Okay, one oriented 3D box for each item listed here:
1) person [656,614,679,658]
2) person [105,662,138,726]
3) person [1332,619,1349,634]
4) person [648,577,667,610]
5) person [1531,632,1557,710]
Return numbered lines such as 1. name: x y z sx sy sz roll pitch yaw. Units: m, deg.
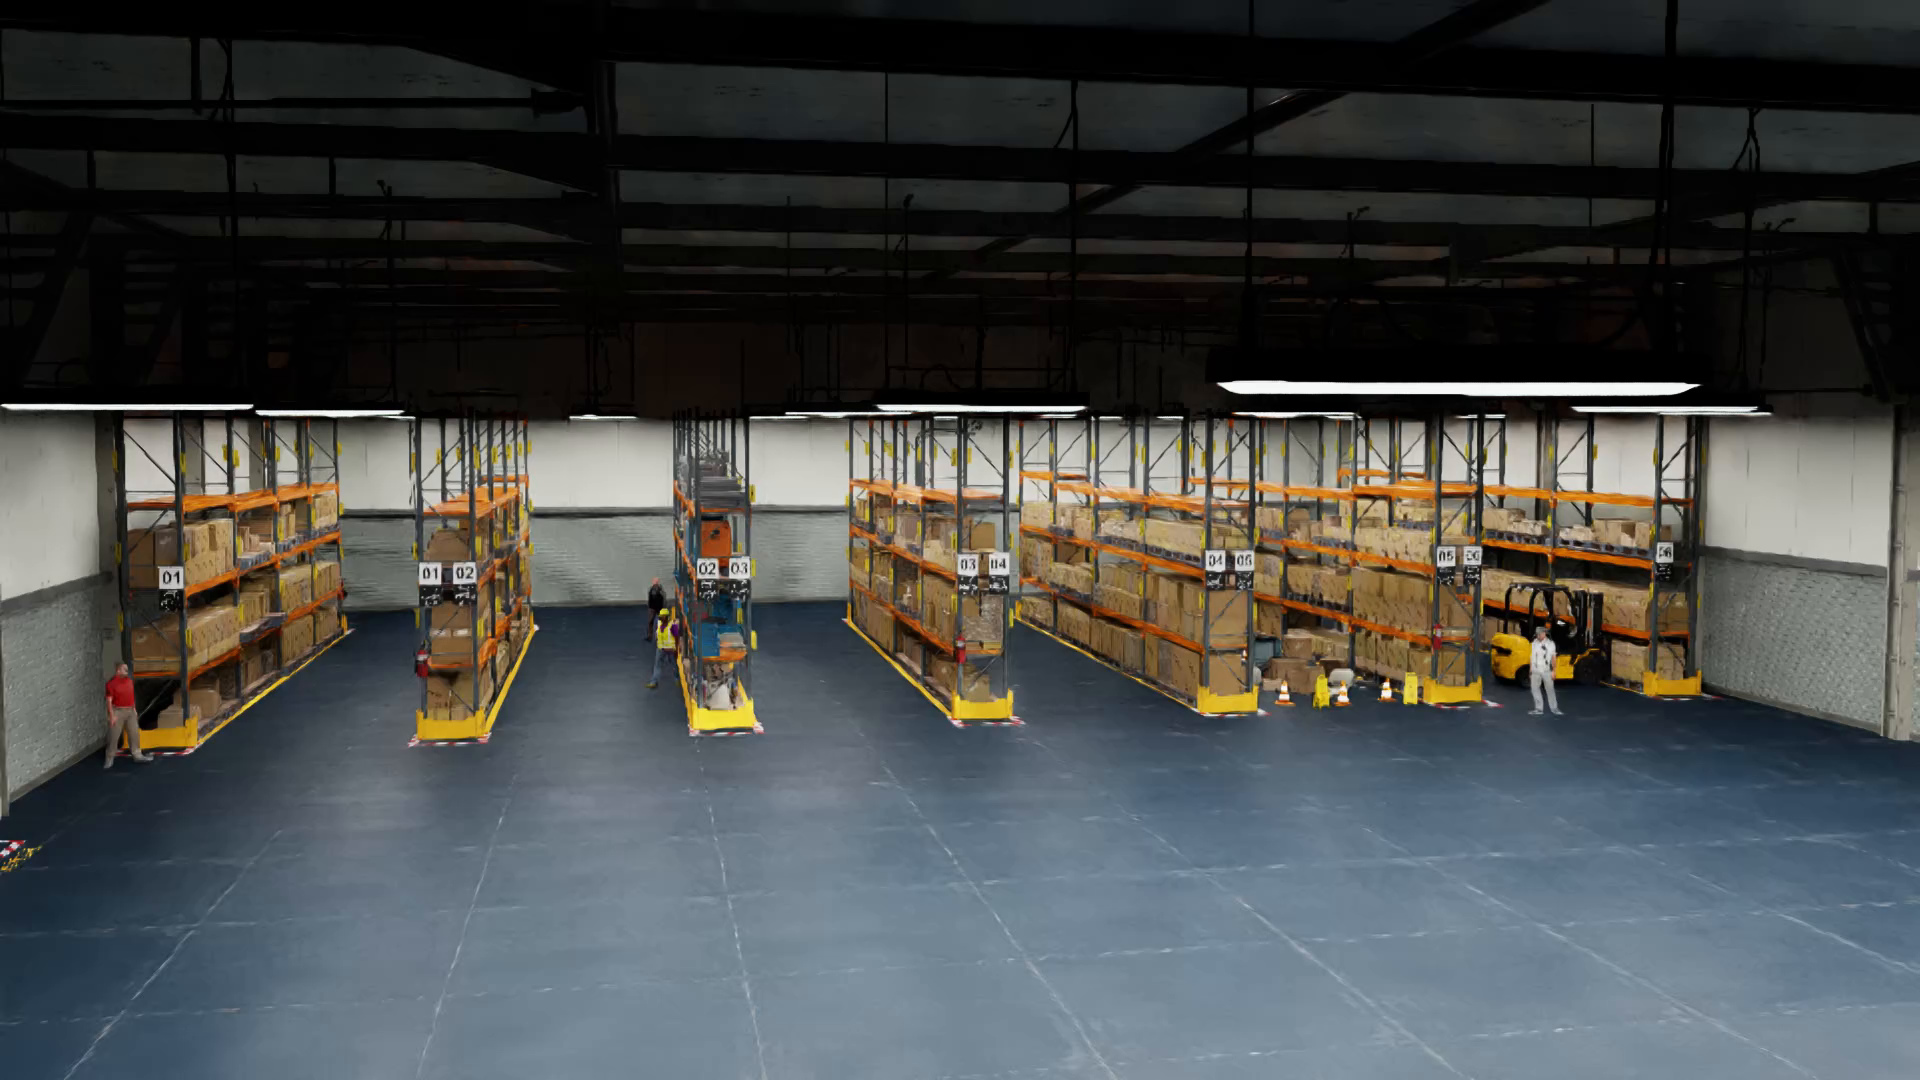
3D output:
1. person: -6.323 2.011 35.735 0.614 1.038 0.391 1 4 18
2. person: -13.897 2.539 27.621 0.319 1.036 0.594 2 4 20
3. person: 10.248 1.809 44.877 0.564 1.415 0.507 1 4 16
4. person: -7.916 1.454 43.479 0.545 1.009 0.392 1 4 12
5. person: 11.438 2.565 32.572 0.526 1.556 0.555 -3 5 -38
